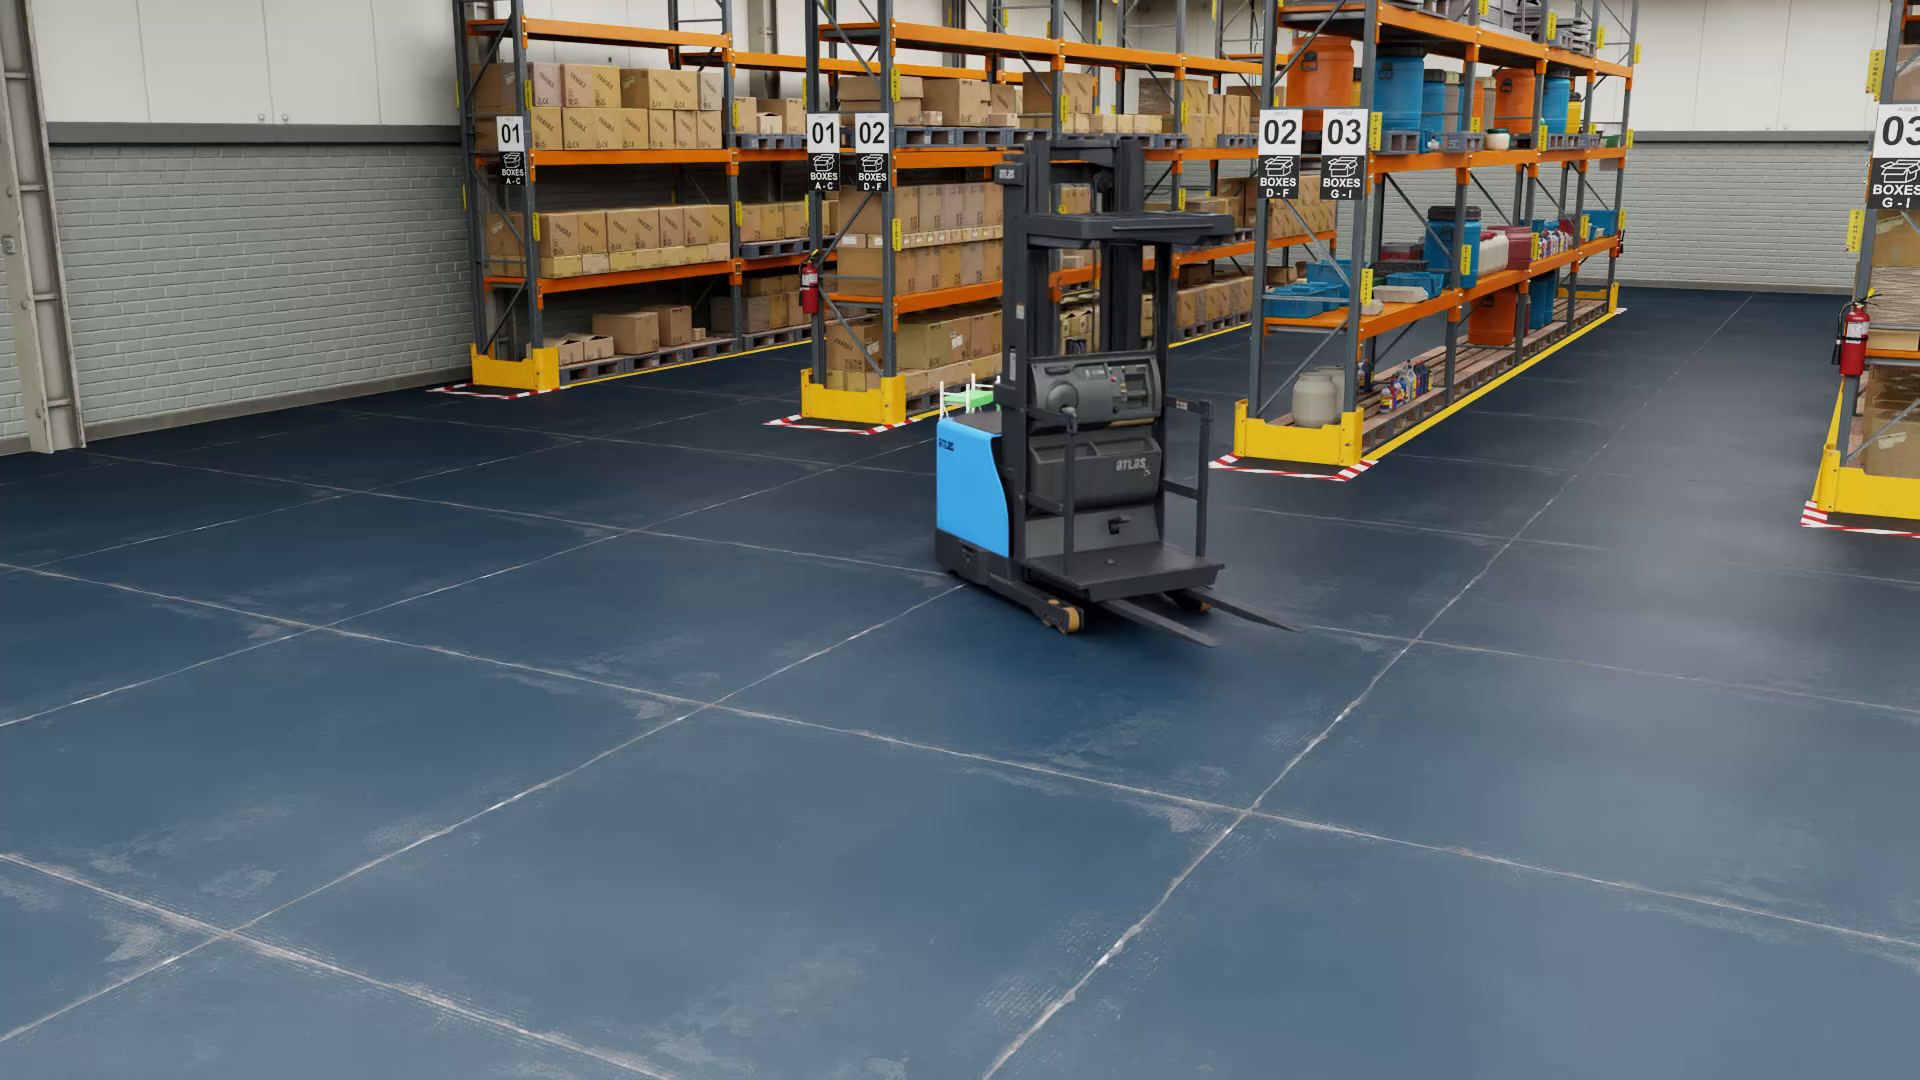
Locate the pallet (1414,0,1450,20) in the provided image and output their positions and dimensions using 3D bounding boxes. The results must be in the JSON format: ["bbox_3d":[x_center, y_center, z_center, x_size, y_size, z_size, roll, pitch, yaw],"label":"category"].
[{"bbox_3d":[4.164,-5.242,16.334,1.003,0.211,1.213,7,15,28],"label":"pallet"}]

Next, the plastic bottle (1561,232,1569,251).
[{"bbox_3d":[9.087,-4.499,25.060,0.152,0.276,0.135,7,15,28],"label":"plastic bottle"}]

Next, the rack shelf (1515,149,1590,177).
[{"bbox_3d":[8.028,-5.375,23.563,1.077,0.370,4.000,7,15,28],"label":"rack shelf"}]

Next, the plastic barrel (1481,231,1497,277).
[{"bbox_3d":[6.345,-3.512,20.412,0.433,0.535,0.433,0,14,0],"label":"plastic barrel"}]

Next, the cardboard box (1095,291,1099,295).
[{"bbox_3d":[2.216,-3.484,24.359,0.500,0.311,0.500,8,16,30],"label":"cardboard box"}]

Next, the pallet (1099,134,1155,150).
[{"bbox_3d":[1.939,-5.405,22.557,1.003,0.211,1.213,8,16,31],"label":"pallet"}]

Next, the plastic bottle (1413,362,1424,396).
[{"bbox_3d":[4.975,-1.757,18.137,0.144,0.351,0.185,7,15,25],"label":"plastic bottle"}]

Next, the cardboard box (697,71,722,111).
[{"bbox_3d":[-3.550,-6.027,22.344,0.500,0.500,0.500,6,15,23],"label":"cardboard box"}]

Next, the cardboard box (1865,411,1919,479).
[{"bbox_3d":[7.846,-0.769,13.760,0.500,0.500,0.500,11,17,38],"label":"cardboard box"}]

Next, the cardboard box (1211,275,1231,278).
[{"bbox_3d":[4.213,-4.166,27.808,0.500,0.500,0.500,7,15,26],"label":"cardboard box"}]

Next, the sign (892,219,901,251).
[{"bbox_3d":[-0.658,-3.172,17.275,0.100,0.325,0.005,7,15,28],"label":"sign"}]

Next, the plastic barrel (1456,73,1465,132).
[{"bbox_3d":[5.815,-5.135,19.962,0.600,0.901,0.708,7,15,28],"label":"plastic barrel"}]

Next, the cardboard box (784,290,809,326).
[{"bbox_3d":[-2.716,-3.521,25.135,0.700,0.500,0.500,8,15,29],"label":"cardboard box"}]

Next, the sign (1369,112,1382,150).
[{"bbox_3d":[3.673,-3.614,14.706,0.100,0.325,0.005,7,15,28],"label":"sign"}]

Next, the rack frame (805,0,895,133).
[{"bbox_3d":[-1.141,-5.693,16.948,1.000,3.000,0.127,7,15,28],"label":"rack frame"}]

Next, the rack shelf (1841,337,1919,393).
[{"bbox_3d":[8.496,-1.714,14.779,1.077,0.370,4.000,7,15,28],"label":"rack shelf"}]

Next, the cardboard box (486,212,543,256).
[{"bbox_3d":[-5.437,-3.759,20.405,0.500,0.500,0.500,7,15,27],"label":"cardboard box"}]

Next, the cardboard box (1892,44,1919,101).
[{"bbox_3d":[8.057,-3.895,13.974,0.500,0.500,0.500,7,15,28],"label":"cardboard box"}]

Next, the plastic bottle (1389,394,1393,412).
[{"bbox_3d":[4.393,-1.426,17.081,0.097,0.201,0.097,0,14,0],"label":"plastic bottle"}]

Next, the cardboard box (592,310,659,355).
[{"bbox_3d":[-4.392,-2.730,21.850,0.700,0.500,0.500,6,15,25],"label":"cardboard box"}]

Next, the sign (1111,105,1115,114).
[{"bbox_3d":[2.252,-6.190,24.304,0.100,0.325,0.005,7,15,28],"label":"sign"}]

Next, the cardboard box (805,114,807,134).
[{"bbox_3d":[-2.320,-6.241,25.359,0.797,0.503,0.637,10,17,36],"label":"cardboard box"}]

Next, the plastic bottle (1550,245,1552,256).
[{"bbox_3d":[8.457,-4.182,23.905,0.097,0.201,0.097,0,14,0],"label":"plastic bottle"}]

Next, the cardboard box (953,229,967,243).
[{"bbox_3d":[-0.142,-3.461,18.893,0.380,0.149,0.250,7,15,27],"label":"cardboard box"}]

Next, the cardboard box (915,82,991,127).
[{"bbox_3d":[-0.114,-5.055,19.284,0.797,0.503,0.637,9,16,34],"label":"cardboard box"}]

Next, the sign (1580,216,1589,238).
[{"bbox_3d":[9.475,-4.749,25.240,0.100,0.325,0.005,7,15,28],"label":"sign"}]

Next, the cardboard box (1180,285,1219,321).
[{"bbox_3d":[3.692,-3.688,25.827,0.500,0.500,0.500,7,15,27],"label":"cardboard box"}]

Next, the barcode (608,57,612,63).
[{"bbox_3d":[-4.594,-6.303,21.825,0.001,0.075,0.075,7,15,28],"label":"barcode"}]

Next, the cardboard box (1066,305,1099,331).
[{"bbox_3d":[1.706,-3.003,22.362,0.500,0.311,0.500,7,15,26],"label":"cardboard box"}]

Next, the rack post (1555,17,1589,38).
[{"bbox_3d":[8.560,-7.387,24.136,0.937,0.300,0.954,7,15,27],"label":"rack post"}]

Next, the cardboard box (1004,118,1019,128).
[{"bbox_3d":[0.887,-7.549,30.258,0.500,0.250,0.500,7,15,28],"label":"cardboard box"}]

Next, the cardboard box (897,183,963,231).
[{"bbox_3d":[-0.386,-3.773,18.804,0.700,0.500,0.500,7,15,28],"label":"cardboard box"}]

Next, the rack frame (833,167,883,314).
[{"bbox_3d":[-1.612,-4.979,26.784,1.000,3.000,0.127,7,15,28],"label":"rack frame"}]

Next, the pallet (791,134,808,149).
[{"bbox_3d":[-2.655,-5.853,24.410,1.213,0.211,1.003,7,15,28],"label":"pallet"}]

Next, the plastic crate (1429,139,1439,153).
[{"bbox_3d":[4.705,-3.990,16.848,0.243,0.136,0.396,7,15,28],"label":"plastic crate"}]

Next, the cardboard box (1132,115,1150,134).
[{"bbox_3d":[2.319,-5.799,23.209,0.500,0.250,0.500,8,16,30],"label":"cardboard box"}]

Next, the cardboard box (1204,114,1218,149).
[{"bbox_3d":[3.406,-6.230,25.360,0.910,0.500,0.500,7,15,28],"label":"cardboard box"}]

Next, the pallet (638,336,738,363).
[{"bbox_3d":[-3.839,-2.661,23.119,1.003,0.211,1.213,7,15,28],"label":"pallet"}]

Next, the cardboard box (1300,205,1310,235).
[{"bbox_3d":[5.878,-5.673,29.453,0.500,0.500,0.500,7,15,27],"label":"cardboard box"}]

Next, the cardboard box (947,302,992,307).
[{"bbox_3d":[0.060,-2.666,20.564,0.500,0.500,0.500,7,15,28],"label":"cardboard box"}]

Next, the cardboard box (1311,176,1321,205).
[{"bbox_3d":[6.129,-6.261,29.757,0.500,0.500,0.500,8,16,30],"label":"cardboard box"}]

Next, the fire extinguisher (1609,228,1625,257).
[{"bbox_3d":[11.399,-5.258,28.904,0.296,0.674,0.183,7,15,28],"label":"fire extinguisher"}]

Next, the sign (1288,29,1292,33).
[{"bbox_3d":[6.119,-9.530,30.701,0.100,0.325,0.005,7,15,28],"label":"sign"}]

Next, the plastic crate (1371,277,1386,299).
[{"bbox_3d":[4.224,-2.686,17.727,0.450,0.188,0.662,7,15,28],"label":"plastic crate"}]

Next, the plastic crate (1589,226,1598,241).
[{"bbox_3d":[10.160,-4.995,27.081,0.416,0.233,0.300,7,15,28],"label":"plastic crate"}]

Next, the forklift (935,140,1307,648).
[{"bbox_3d":[0.966,-0.971,10.308,1.130,2.935,3.031,-7,15,-27],"label":"forklift"}]

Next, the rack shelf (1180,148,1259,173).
[{"bbox_3d":[3.693,-5.937,25.894,1.077,0.370,4.000,7,15,28],"label":"rack shelf"}]

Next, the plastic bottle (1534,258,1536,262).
[{"bbox_3d":[7.881,-3.969,22.845,0.061,0.283,0.133,7,15,28],"label":"plastic bottle"}]

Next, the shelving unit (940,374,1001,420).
[{"bbox_3d":[0.080,-0.617,12.534,0.258,1.200,0.503,7,15,28],"label":"shelving unit"}]

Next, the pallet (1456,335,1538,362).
[{"bbox_3d":[7.405,-2.667,23.146,1.003,0.211,1.213,7,15,28],"label":"pallet"}]

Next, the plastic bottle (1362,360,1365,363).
[{"bbox_3d":[4.589,-1.907,18.927,0.097,0.271,0.097,0,14,0],"label":"plastic bottle"}]

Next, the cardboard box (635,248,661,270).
[{"bbox_3d":[-4.229,-3.654,21.566,0.500,0.250,0.500,8,15,29],"label":"cardboard box"}]

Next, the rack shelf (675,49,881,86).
[{"bbox_3d":[-2.579,-6.941,24.510,1.077,0.370,4.000,7,15,28],"label":"rack shelf"}]

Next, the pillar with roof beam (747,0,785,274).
[{"bbox_3d":[0.771,-7.239,23.358,9.100,9.000,0.400,7,15,28],"label":"pillar with roof beam"}]

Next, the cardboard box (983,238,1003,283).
[{"bbox_3d":[0.089,-3.343,19.786,0.700,0.500,0.500,8,16,29],"label":"cardboard box"}]

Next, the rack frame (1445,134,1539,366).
[{"bbox_3d":[7.061,-3.856,22.128,1.000,3.000,0.127,7,15,28],"label":"rack frame"}]
